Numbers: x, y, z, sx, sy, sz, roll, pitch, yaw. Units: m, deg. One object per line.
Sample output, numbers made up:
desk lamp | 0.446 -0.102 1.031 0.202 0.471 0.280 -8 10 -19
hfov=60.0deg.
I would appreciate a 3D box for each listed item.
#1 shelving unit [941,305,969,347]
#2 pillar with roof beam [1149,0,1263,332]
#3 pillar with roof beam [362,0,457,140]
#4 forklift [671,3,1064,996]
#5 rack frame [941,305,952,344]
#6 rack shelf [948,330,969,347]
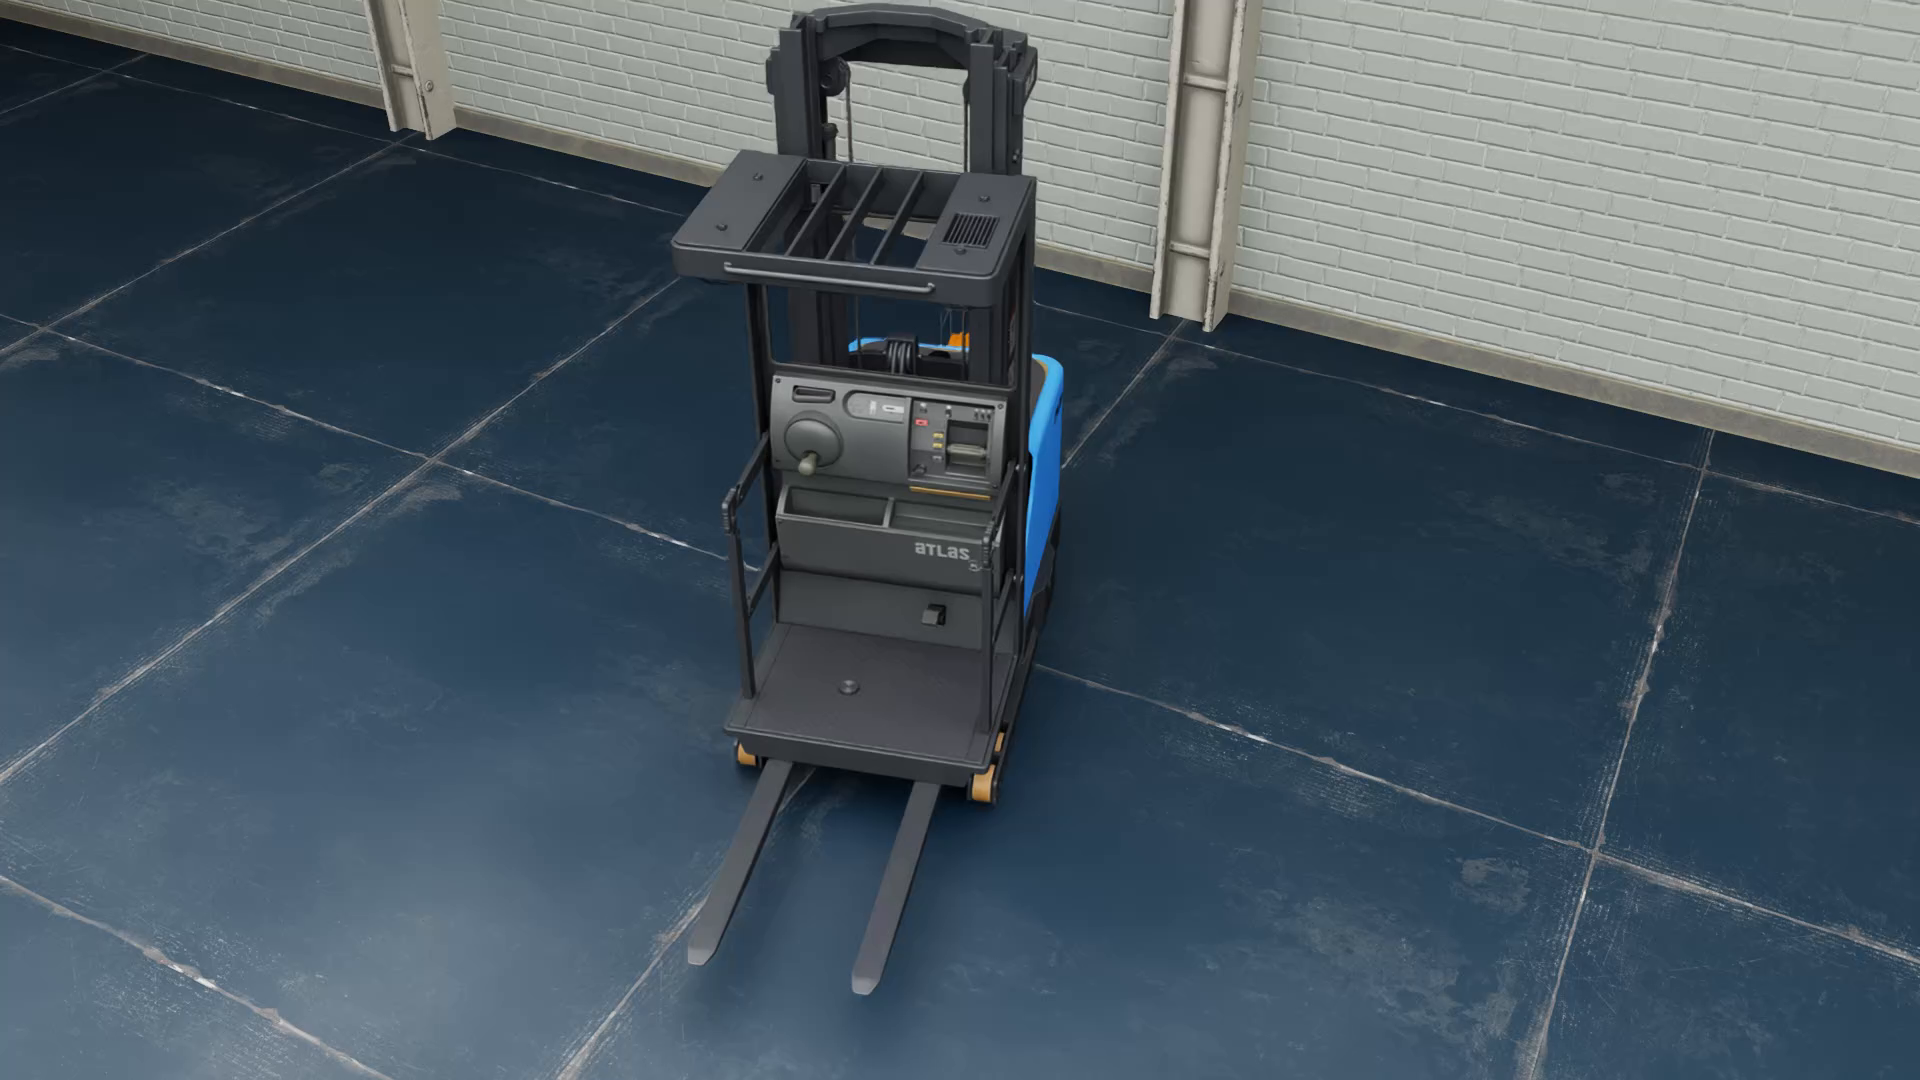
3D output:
shelving unit | 0.029 -0.631 8.089 0.189 1.200 0.258 7 38 9
pillar with roof beam | -0.594 -2.643 4.290 0.400 9.000 9.100 17 41 21
pillar with roof beam | -5.922 -4.312 6.487 0.400 9.000 9.100 17 41 21
forklift | -0.325 -0.341 6.274 1.130 2.935 3.031 7 38 10
rack frame | -0.061 -0.641 8.103 0.006 1.200 0.240 7 38 9
rack shelf | 0.029 -0.882 7.898 0.180 0.103 0.258 7 38 9
